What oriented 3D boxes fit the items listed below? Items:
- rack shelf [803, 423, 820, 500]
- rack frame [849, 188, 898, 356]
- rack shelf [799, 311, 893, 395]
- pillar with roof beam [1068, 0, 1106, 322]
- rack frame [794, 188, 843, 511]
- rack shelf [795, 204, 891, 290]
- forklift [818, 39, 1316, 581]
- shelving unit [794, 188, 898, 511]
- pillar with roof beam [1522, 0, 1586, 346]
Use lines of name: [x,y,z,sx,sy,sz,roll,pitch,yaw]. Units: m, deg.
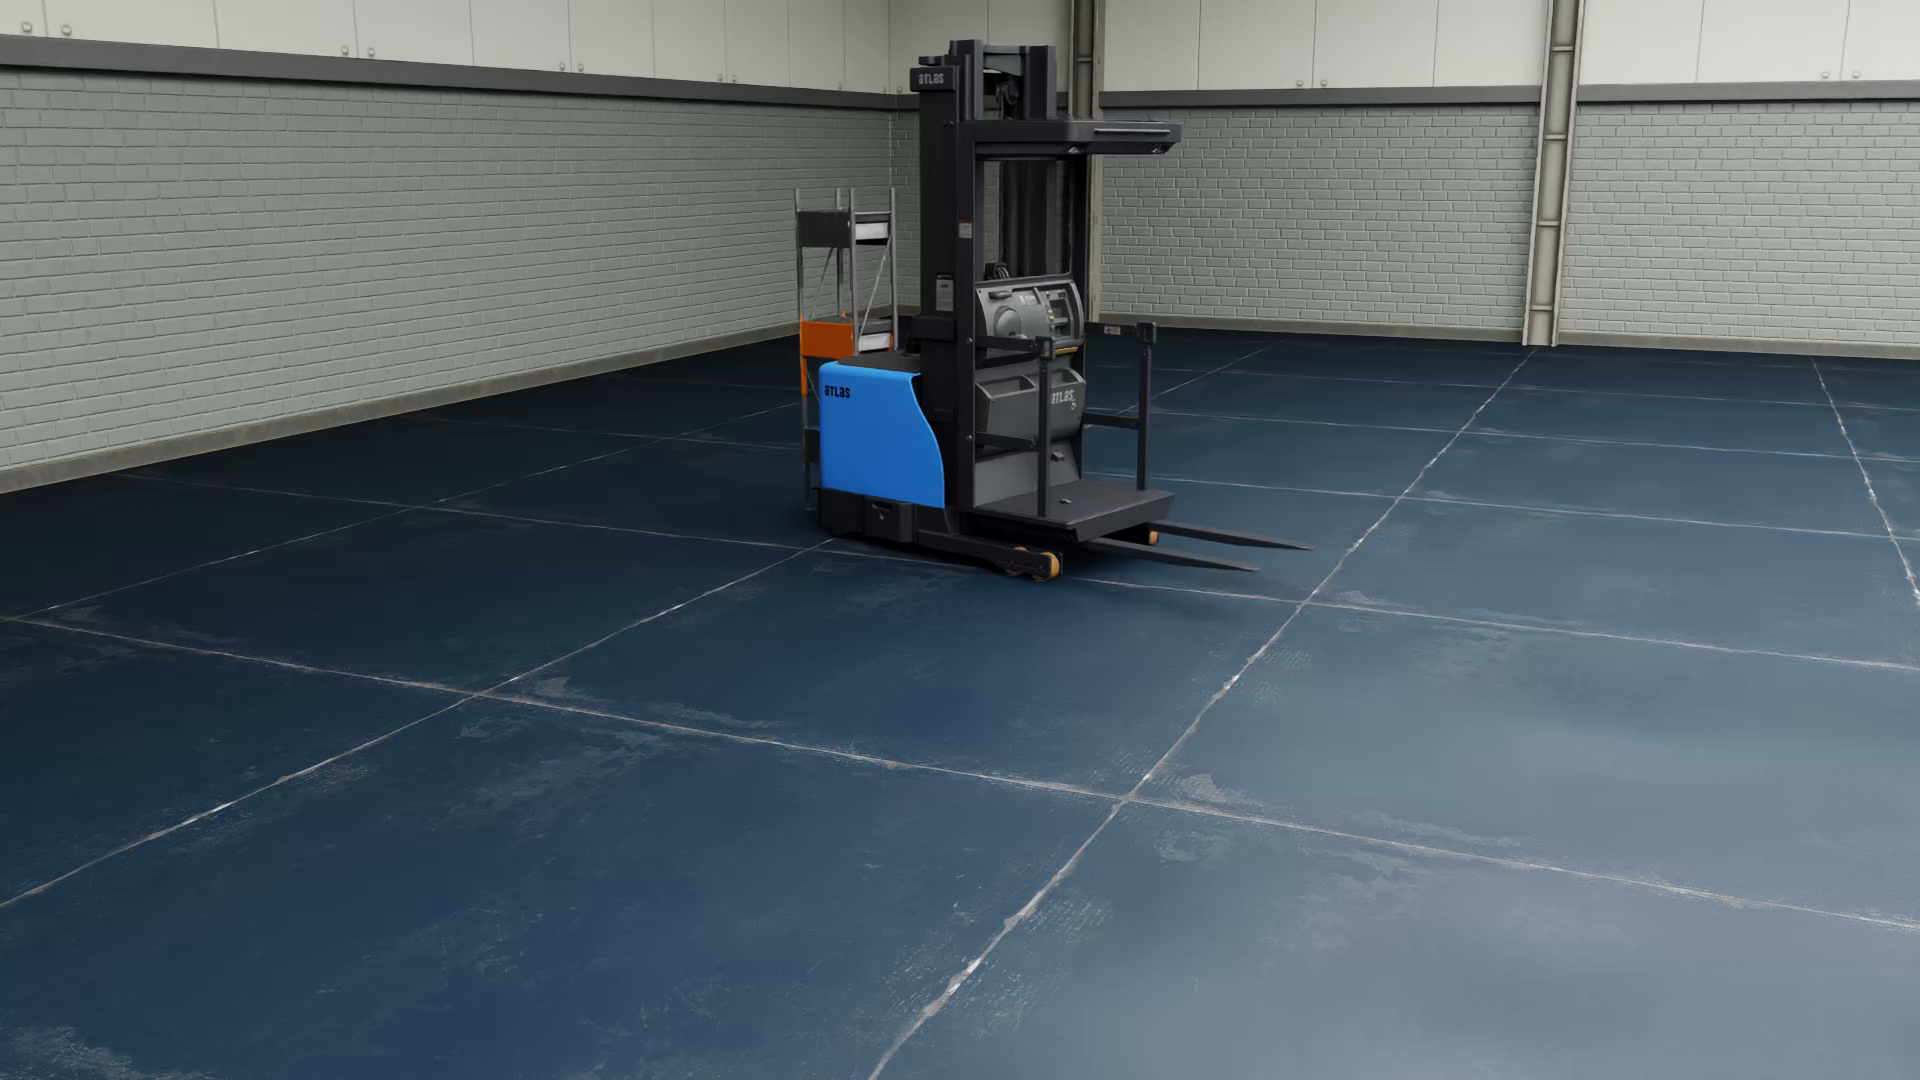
rack shelf: [-0.714,-0.522,10.986,0.480,0.518,0.431,10,16,40]
rack frame: [-0.539,-1.186,10.675,0.015,2.100,0.400,10,16,40]
rack shelf: [-0.724,-1.205,10.834,0.480,0.518,0.431,10,16,40]
pillar with roof beam: [-0.059,-6.456,18.070,0.400,9.000,9.100,6,14,23]
rack frame: [-0.909,-1.250,10.987,0.015,2.100,0.400,10,16,40]
rack shelf: [-0.733,-1.888,10.681,0.480,0.518,0.431,10,16,40]
forklift: [0.573,-1.332,9.513,3.031,2.935,1.130,11,17,38]
shelving unit: [-0.724,-1.218,10.831,0.503,2.100,0.431,10,16,40]
pillar with roof beam: [5.427,-5.901,15.704,0.400,9.000,9.100,6,14,23]
